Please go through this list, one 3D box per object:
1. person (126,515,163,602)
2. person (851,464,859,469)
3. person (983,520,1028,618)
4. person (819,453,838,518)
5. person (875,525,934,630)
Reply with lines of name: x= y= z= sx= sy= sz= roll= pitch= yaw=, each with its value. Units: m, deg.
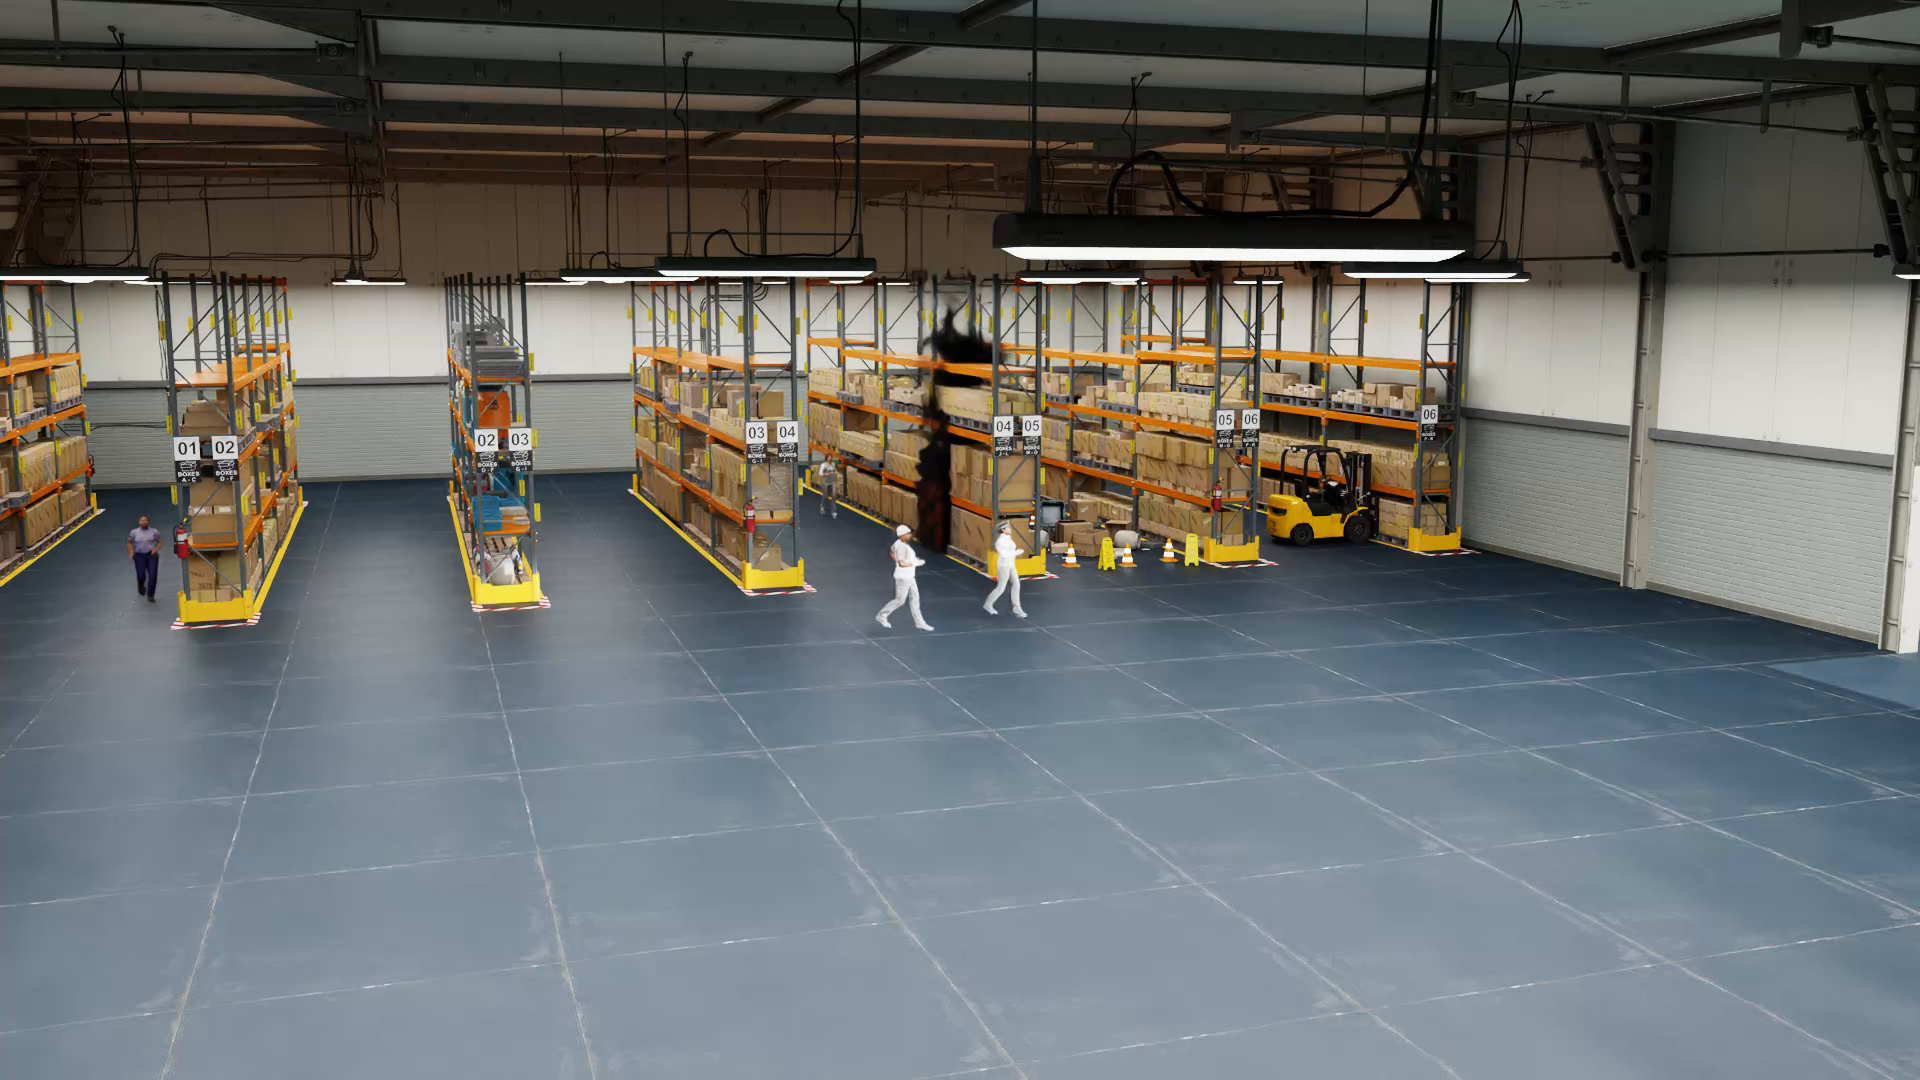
person: x=-14.953 y=0.343 z=30.556 sx=0.607 sy=1.603 sz=0.547 roll=-5 pitch=10 yaw=-28
person: x=-3.340 y=-2.648 z=50.123 sx=0.762 sy=1.718 sz=0.551 roll=-3 pitch=9 yaw=-18
person: x=0.791 y=0.499 z=29.087 sx=0.784 sy=1.725 sz=0.600 roll=3 pitch=9 yaw=17
person: x=-3.304 y=-1.384 z=41.832 sx=0.566 sy=1.597 sz=0.810 roll=-4 pitch=10 yaw=-27
person: x=-0.932 y=0.639 z=27.770 sx=0.978 sy=1.787 sz=0.682 roll=1 pitch=9 yaw=7
